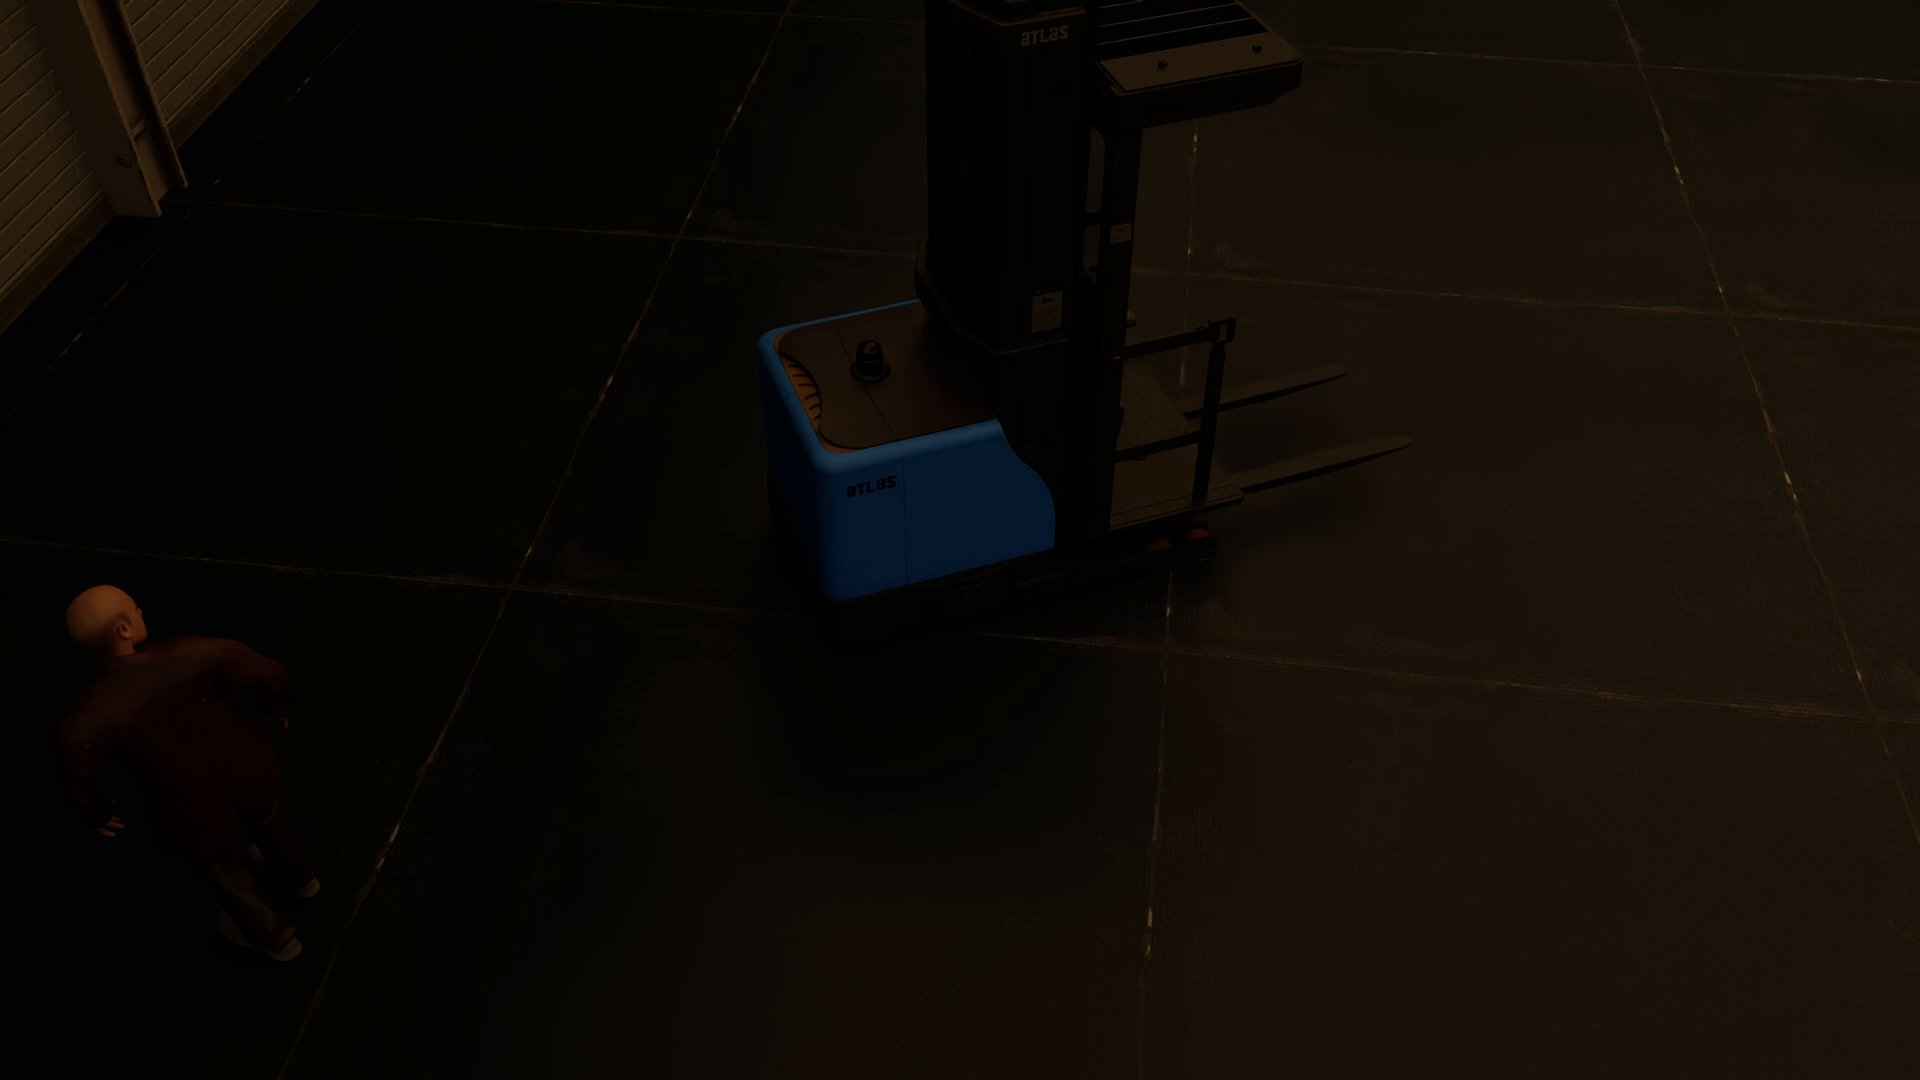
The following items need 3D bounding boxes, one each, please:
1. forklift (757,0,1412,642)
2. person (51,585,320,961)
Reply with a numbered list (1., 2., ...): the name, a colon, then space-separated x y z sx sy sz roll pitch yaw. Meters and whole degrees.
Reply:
1. forklift: 0.666 -1.246 7.081 3.031 2.935 1.130 -14 44 -15
2. person: -2.671 0.788 5.740 0.558 1.755 0.799 30 51 29
